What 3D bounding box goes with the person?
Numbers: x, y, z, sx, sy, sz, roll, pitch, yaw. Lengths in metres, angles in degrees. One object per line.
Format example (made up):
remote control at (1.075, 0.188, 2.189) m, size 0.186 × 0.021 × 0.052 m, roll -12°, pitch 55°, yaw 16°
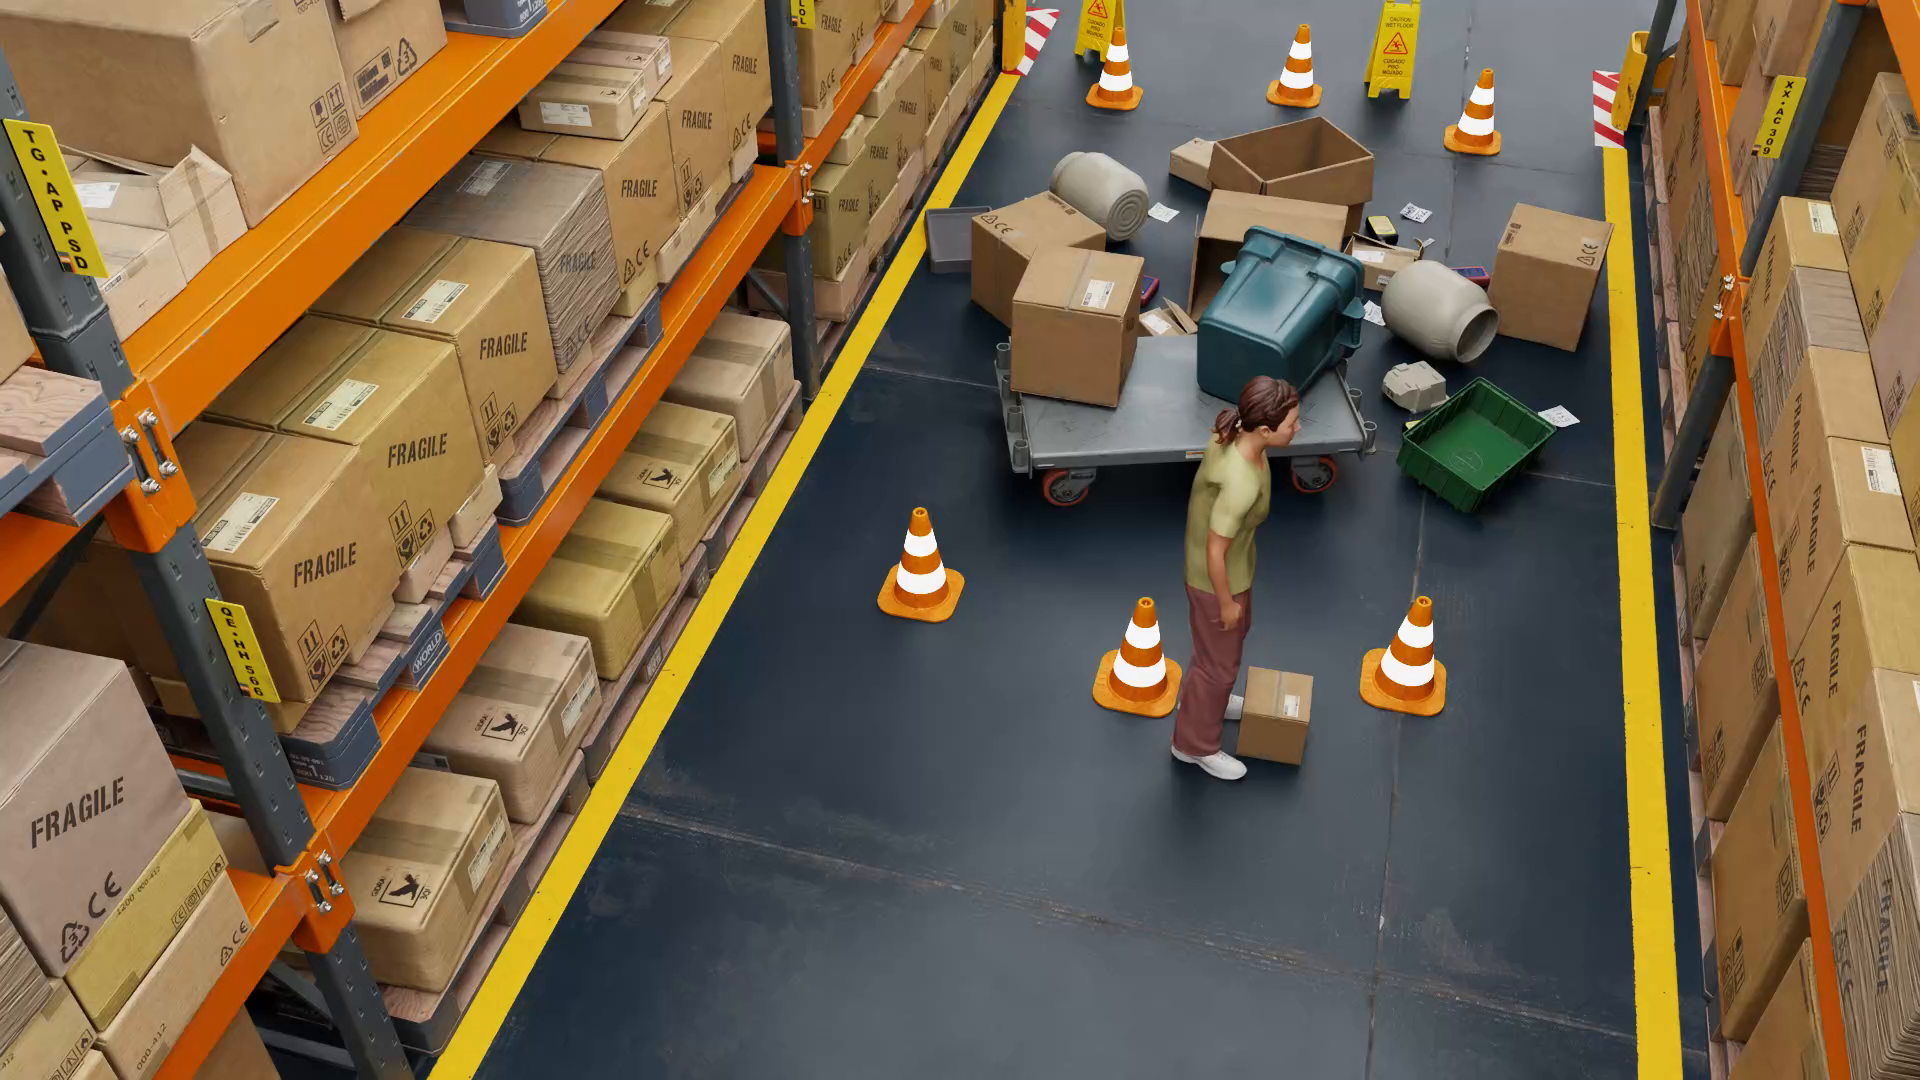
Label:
person at (0.980, 0.114, 6.028) m, size 0.355 × 1.673 × 0.522 m, roll 8°, pitch 42°, yaw 9°
